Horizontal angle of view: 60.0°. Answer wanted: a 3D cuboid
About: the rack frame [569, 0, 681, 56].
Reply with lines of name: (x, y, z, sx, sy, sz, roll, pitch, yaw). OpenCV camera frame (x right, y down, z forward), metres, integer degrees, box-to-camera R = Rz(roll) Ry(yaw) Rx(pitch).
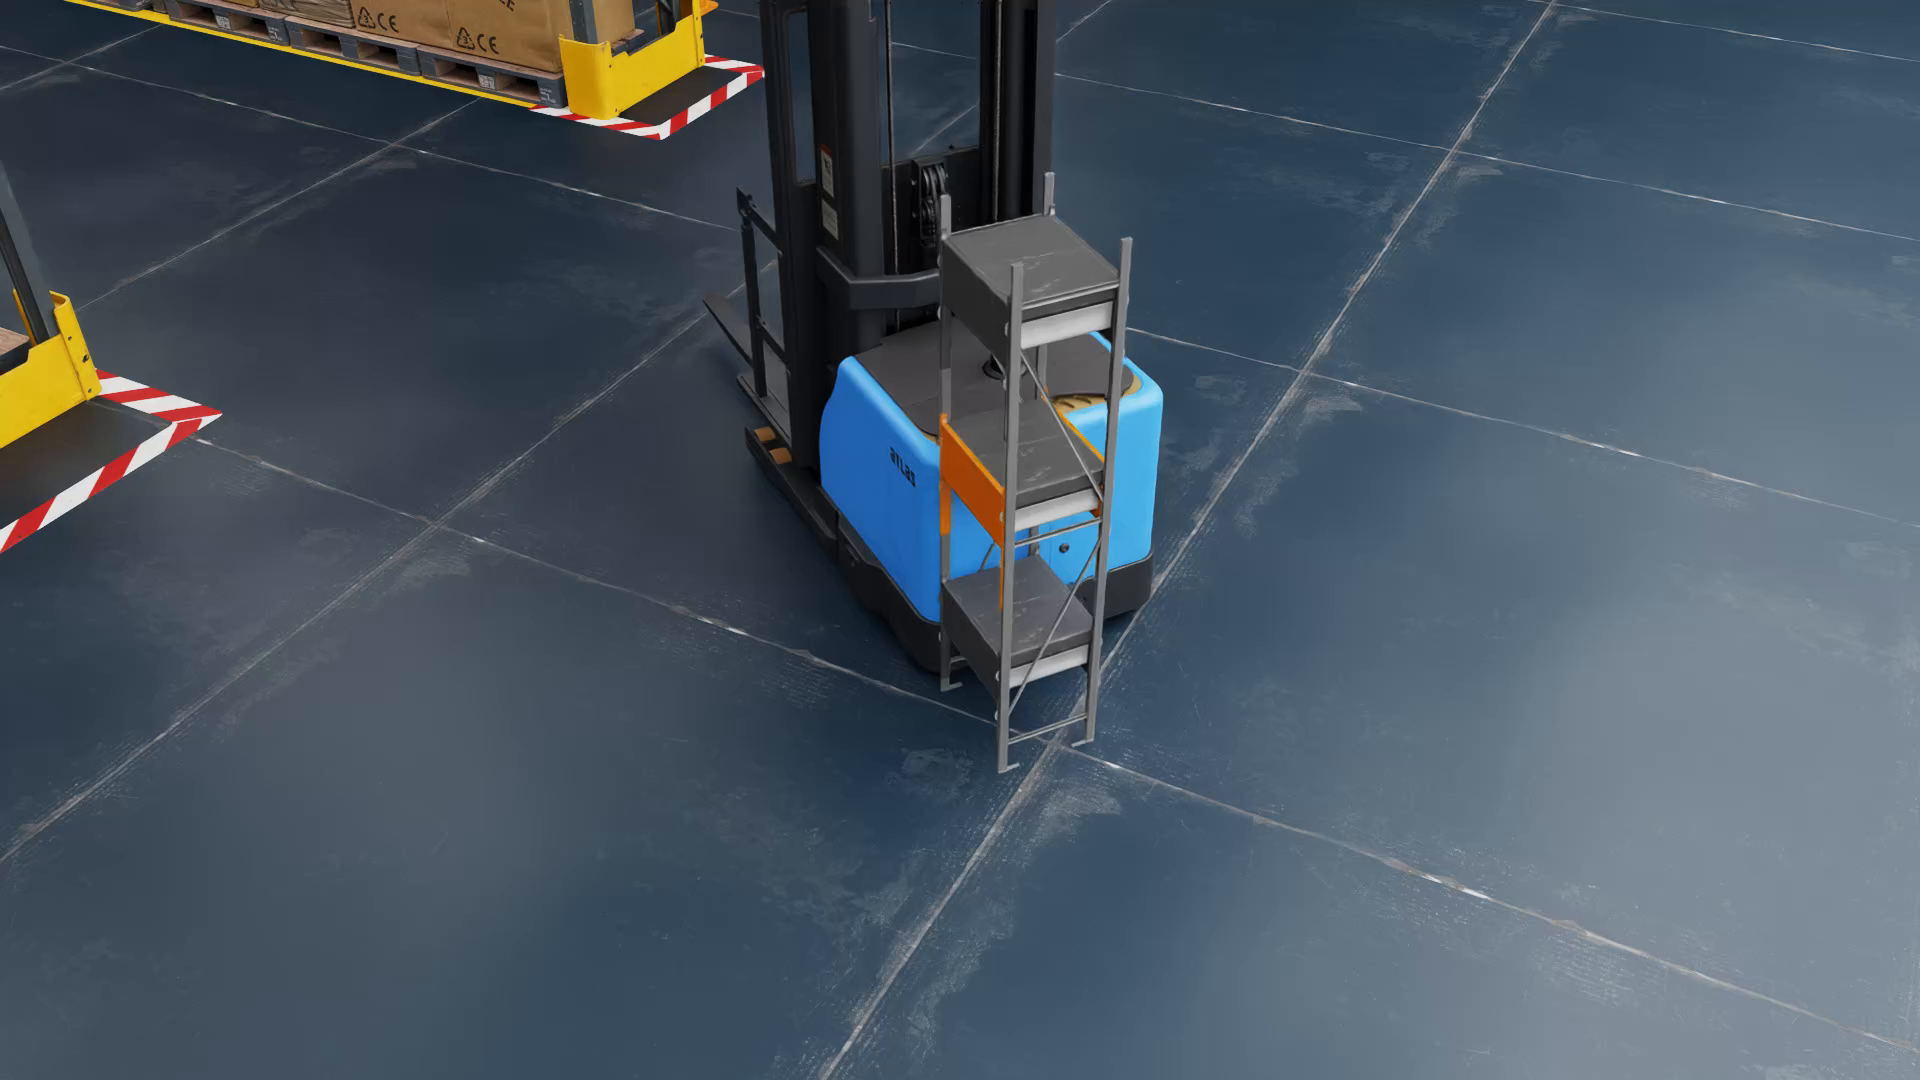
rack frame: (-2.204, -4.293, 10.424, 0.127, 3.000, 1.000, 17, 41, 21)

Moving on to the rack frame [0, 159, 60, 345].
rack frame: (-4.575, -1.658, 6.953, 0.127, 3.000, 1.000, 17, 41, 21)

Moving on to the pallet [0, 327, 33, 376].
pallet: (-5.347, -0.813, 8.146, 1.213, 0.211, 1.003, 17, 41, 21)

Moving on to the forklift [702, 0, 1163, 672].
forklift: (-0.338, -1.534, 6.846, 1.130, 2.935, 3.031, -17, 40, -21)

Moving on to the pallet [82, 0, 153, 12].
pallet: (-6.476, -4.468, 12.962, 1.213, 0.211, 1.003, 17, 41, 21)

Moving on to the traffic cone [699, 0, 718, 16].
traffic cone: (-2.023, -4.192, 12.390, 0.334, 0.463, 0.336, 17, 41, 21)

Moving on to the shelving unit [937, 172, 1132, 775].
shelving unit: (0.219, -0.157, 5.714, 0.431, 2.100, 0.503, -16, 41, -20)

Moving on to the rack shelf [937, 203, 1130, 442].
rack shelf: (0.223, -0.698, 5.293, 0.431, 0.518, 0.480, -16, 41, -20)

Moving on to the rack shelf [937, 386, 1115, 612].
rack shelf: (0.219, -0.146, 5.723, 0.431, 0.518, 0.480, -16, 41, -20)

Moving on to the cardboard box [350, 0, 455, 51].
cardboard box: (-3.619, -4.010, 11.462, 0.875, 0.875, 0.875, 17, 40, 21)

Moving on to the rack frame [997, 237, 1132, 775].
rack frame: (0.325, -0.021, 5.542, 0.400, 2.100, 0.015, -16, 41, -20)

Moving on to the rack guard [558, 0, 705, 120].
rack guard: (-2.183, -3.290, 11.171, 0.348, 0.500, 1.175, 17, 41, 21)

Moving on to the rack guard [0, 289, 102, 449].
rack guard: (-4.642, -0.683, 7.737, 0.348, 0.500, 1.175, 17, 41, 21)

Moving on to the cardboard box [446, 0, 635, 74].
cardboard box: (-2.837, -3.767, 11.141, 0.875, 0.875, 0.875, 18, 41, 22)

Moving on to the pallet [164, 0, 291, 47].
pallet: (-5.117, -4.041, 12.398, 1.213, 0.211, 1.003, 17, 41, 21)

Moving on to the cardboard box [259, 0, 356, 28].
cardboard box: (-4.428, -4.265, 11.797, 0.875, 0.875, 0.875, 18, 41, 22)

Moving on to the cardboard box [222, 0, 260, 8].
cardboard box: (-5.230, -4.513, 12.125, 0.875, 0.875, 0.875, 18, 41, 22)

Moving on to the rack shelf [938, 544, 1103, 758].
rack shelf: (0.215, 0.406, 6.153, 0.431, 0.518, 0.480, -16, 41, -20)

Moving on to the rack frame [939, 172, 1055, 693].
rack frame: (0.112, -0.292, 5.887, 0.400, 2.100, 0.015, -16, 41, -20)

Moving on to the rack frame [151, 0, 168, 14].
rack frame: (-5.756, -5.405, 11.889, 0.127, 3.000, 1.000, 17, 41, 21)

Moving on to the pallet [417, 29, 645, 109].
pallet: (-2.950, -3.362, 11.505, 1.213, 0.211, 1.003, 17, 41, 21)

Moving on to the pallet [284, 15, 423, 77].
pallet: (-4.029, -3.702, 11.953, 1.213, 0.211, 1.003, 17, 41, 21)
